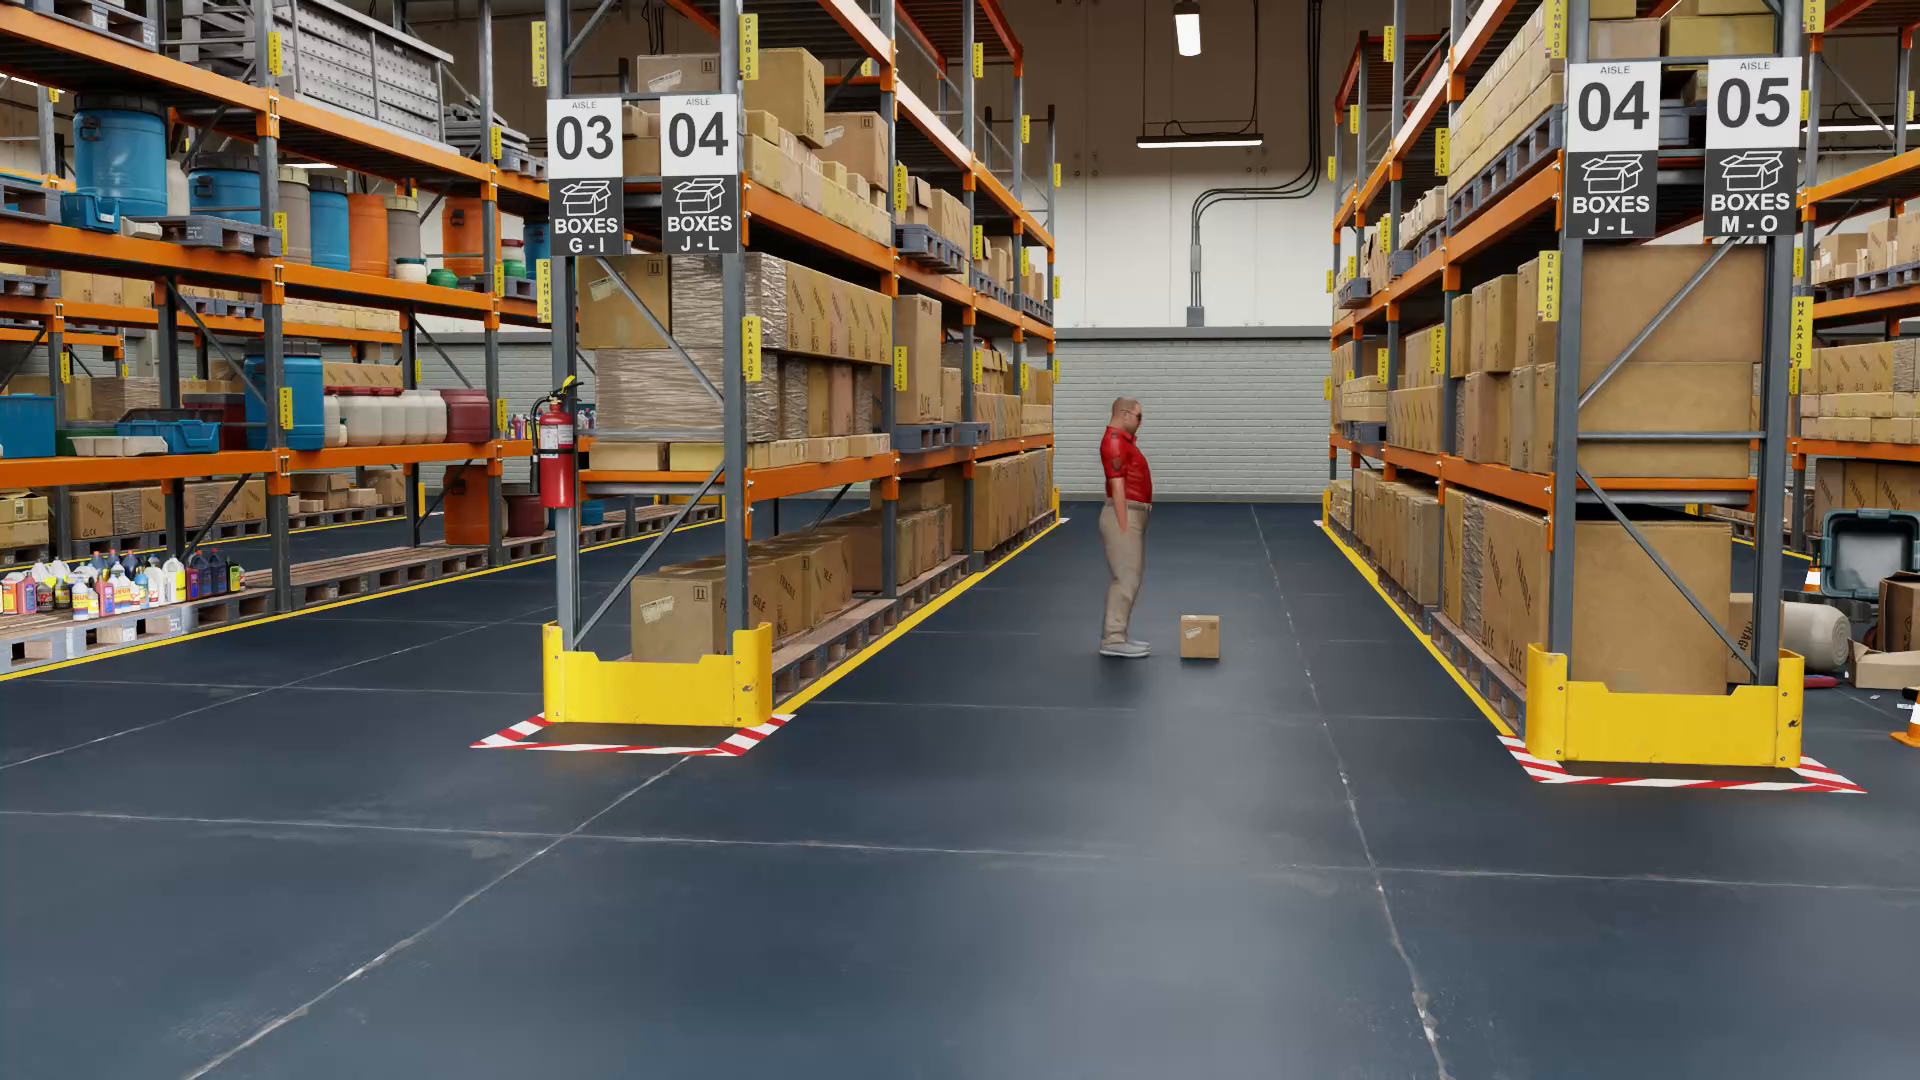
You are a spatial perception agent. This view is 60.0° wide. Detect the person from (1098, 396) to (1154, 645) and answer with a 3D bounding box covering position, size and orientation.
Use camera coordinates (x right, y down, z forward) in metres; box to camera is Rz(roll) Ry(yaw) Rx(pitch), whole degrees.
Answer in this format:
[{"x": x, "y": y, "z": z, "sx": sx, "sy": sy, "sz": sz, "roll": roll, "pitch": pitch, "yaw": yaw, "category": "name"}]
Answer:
[{"x": 1.109, "y": -0.136, "z": 11.075, "sx": 0.358, "sy": 1.643, "sz": 0.531, "roll": 1, "pitch": 4, "yaw": 10, "category": "person"}]
